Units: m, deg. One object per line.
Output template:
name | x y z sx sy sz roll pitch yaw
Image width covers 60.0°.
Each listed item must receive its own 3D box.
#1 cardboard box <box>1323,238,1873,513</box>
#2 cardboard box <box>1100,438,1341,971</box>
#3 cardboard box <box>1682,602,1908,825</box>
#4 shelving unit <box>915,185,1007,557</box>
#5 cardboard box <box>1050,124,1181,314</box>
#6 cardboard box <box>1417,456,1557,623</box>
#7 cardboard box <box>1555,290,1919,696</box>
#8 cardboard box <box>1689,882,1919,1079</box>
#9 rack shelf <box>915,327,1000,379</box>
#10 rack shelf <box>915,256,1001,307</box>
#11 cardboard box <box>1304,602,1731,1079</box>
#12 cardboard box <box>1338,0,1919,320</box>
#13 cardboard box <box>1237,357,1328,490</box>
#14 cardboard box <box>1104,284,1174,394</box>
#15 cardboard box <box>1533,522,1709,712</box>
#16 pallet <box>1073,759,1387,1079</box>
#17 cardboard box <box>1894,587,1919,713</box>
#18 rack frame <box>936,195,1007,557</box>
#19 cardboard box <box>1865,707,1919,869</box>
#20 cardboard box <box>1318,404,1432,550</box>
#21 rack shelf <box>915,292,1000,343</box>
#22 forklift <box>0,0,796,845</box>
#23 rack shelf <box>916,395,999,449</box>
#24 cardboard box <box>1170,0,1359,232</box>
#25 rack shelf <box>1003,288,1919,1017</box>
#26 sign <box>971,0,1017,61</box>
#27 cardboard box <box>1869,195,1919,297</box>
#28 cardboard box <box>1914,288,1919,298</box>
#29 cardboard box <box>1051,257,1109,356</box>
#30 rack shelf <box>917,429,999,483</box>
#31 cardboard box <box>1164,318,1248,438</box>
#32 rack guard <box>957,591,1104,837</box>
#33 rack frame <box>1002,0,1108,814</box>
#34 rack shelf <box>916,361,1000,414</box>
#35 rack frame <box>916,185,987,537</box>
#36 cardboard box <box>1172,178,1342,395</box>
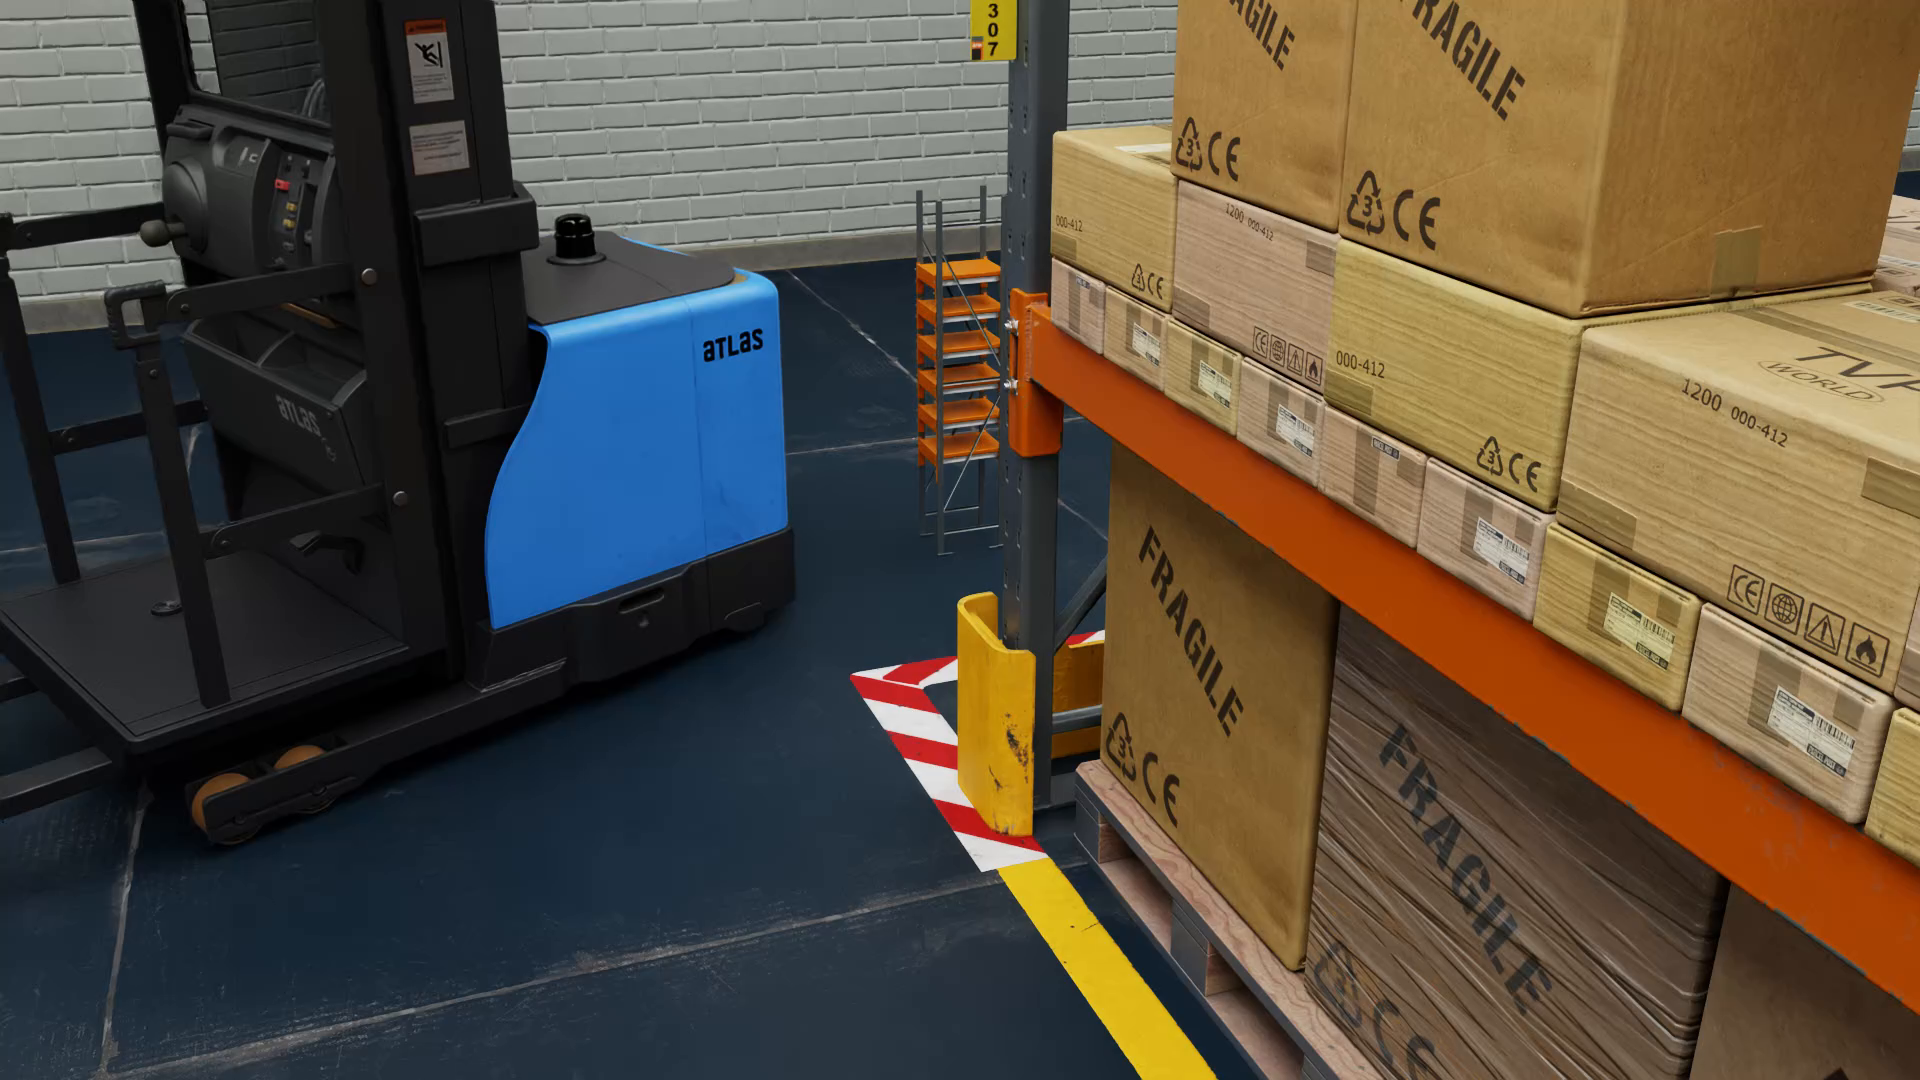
cardboard box | 0.872 -0.272 2.343 0.500 0.250 0.500 -9 25 -21
cardboard box | 0.892 0.221 3.559 0.875 0.875 0.875 -8 24 -19
cardboard box | 1.046 0.157 1.838 0.380 0.149 0.250 -8 24 -18
shelving unit | 0.005 -0.548 5.504 0.258 1.200 0.189 -8 24 -19
cardboard box | 0.508 -0.643 3.224 0.500 0.250 0.500 -9 24 -20
cardboard box | 0.864 -0.030 2.282 0.380 0.149 0.250 -9 24 -20
cardboard box | 1.061 -0.083 1.895 0.500 0.250 0.500 -9 24 -20
cardboard box | 1.528 0.875 2.008 0.875 0.875 0.875 -8 24 -19
rack shelf | 0.005 -0.617 5.475 0.258 0.103 0.180 -8 24 -19
rack shelf | 0.005 -0.838 5.382 0.258 0.103 0.180 -8 24 -19
cardboard box | 1.213 0.551 2.775 0.875 0.875 0.875 -8 24 -19
cardboard box | 0.873 -0.619 2.202 0.500 0.500 0.500 -9 24 -20
cardboard box | 0.683 -0.216 2.723 0.380 0.149 0.250 -9 24 -20
cardboard box | 0.499 -0.403 3.169 0.380 0.149 0.250 -9 24 -20
cardboard box | 0.952 0.062 2.064 0.380 0.149 0.250 -9 24 -20
pallet | 0.946 0.778 3.632 1.003 0.211 1.213 -8 24 -19
cardboard box | 1.237 0.101 1.457 0.500 0.250 0.500 -8 24 -18
rack frame | 0.037 -0.514 5.426 0.240 1.200 0.006 -8 24 -19
cardboard box | 1.135 0.250 1.618 0.380 0.149 0.250 -9 24 -20
cardboard box | 0.772 -0.123 2.504 0.380 0.149 0.250 -9 24 -20
rack shelf | 0.005 -0.728 5.429 0.258 0.103 0.180 -8 24 -19
forklift | -1.910 -0.844 3.978 3.031 2.935 1.130 -21 31 -40
rack shelf | 0.005 -0.396 5.568 0.258 0.103 0.180 -8 24 -19
cardboard box | 0.684 -0.807 2.647 0.500 0.500 0.500 -9 24 -20
rack shelf | 1.297 0.272 2.169 1.077 0.370 4.000 -8 24 -19
sign | 0.069 -1.148 3.395 0.100 0.325 0.005 -8 24 -19
cardboard box | 1.369 -0.345 2.518 0.500 0.250 0.500 -9 25 -21
cardboard box | 1.557 -0.157 2.070 0.500 0.250 0.500 -8 24 -19
cardboard box | 0.407 -0.496 3.389 0.380 0.149 0.250 -8 24 -18
rack shelf | 0.005 -0.286 5.615 0.258 0.103 0.180 -8 24 -19
cardboard box | 0.590 -0.310 2.948 0.380 0.149 0.250 -9 24 -20
rack guard | 0.582 0.357 4.260 1.175 0.500 0.348 -8 24 -19
rack frame | 0.591 -0.786 3.754 1.000 3.000 0.127 -8 24 -19
rack shelf | 0.005 -0.507 5.522 0.258 0.103 0.180 -8 24 -19
rack frame | -0.027 -0.581 5.583 0.240 1.200 0.006 -8 24 -19
cardboard box | 0.698 -0.455 2.778 0.500 0.250 0.500 -9 24 -20
